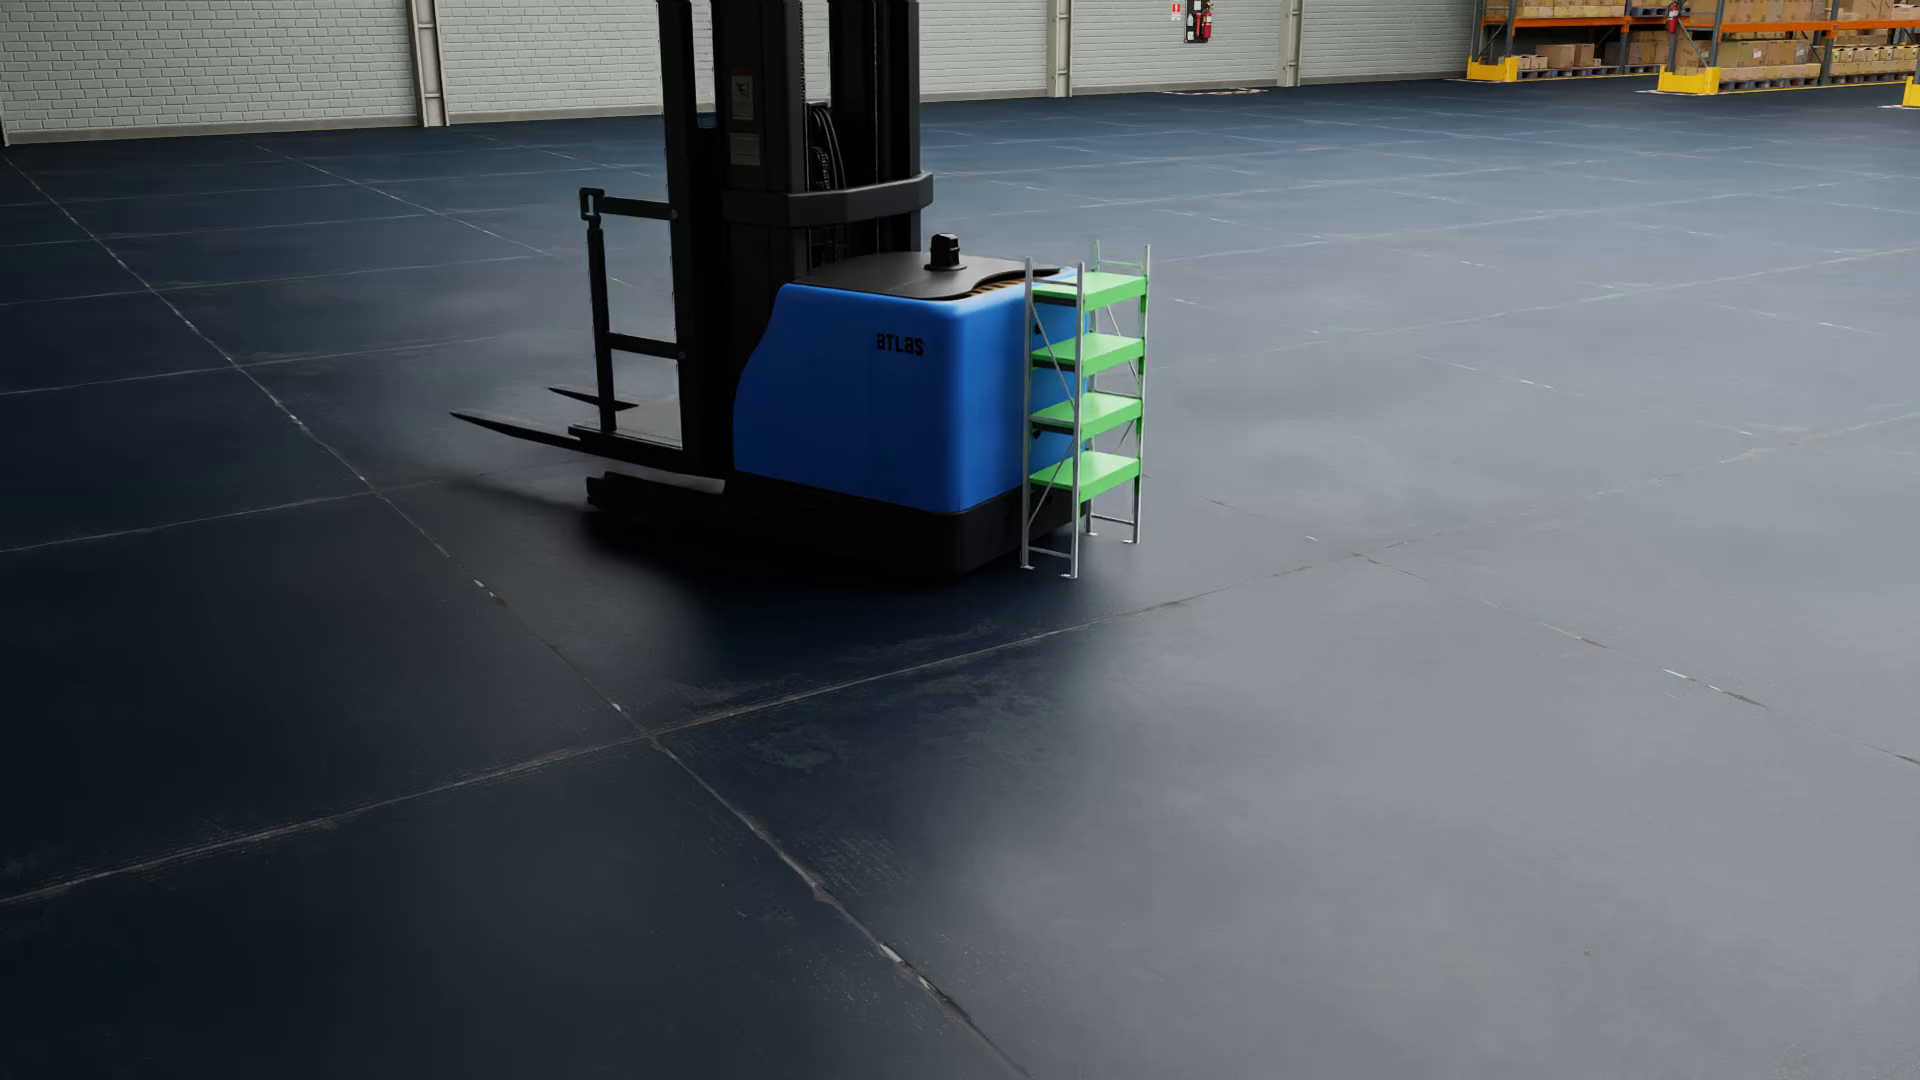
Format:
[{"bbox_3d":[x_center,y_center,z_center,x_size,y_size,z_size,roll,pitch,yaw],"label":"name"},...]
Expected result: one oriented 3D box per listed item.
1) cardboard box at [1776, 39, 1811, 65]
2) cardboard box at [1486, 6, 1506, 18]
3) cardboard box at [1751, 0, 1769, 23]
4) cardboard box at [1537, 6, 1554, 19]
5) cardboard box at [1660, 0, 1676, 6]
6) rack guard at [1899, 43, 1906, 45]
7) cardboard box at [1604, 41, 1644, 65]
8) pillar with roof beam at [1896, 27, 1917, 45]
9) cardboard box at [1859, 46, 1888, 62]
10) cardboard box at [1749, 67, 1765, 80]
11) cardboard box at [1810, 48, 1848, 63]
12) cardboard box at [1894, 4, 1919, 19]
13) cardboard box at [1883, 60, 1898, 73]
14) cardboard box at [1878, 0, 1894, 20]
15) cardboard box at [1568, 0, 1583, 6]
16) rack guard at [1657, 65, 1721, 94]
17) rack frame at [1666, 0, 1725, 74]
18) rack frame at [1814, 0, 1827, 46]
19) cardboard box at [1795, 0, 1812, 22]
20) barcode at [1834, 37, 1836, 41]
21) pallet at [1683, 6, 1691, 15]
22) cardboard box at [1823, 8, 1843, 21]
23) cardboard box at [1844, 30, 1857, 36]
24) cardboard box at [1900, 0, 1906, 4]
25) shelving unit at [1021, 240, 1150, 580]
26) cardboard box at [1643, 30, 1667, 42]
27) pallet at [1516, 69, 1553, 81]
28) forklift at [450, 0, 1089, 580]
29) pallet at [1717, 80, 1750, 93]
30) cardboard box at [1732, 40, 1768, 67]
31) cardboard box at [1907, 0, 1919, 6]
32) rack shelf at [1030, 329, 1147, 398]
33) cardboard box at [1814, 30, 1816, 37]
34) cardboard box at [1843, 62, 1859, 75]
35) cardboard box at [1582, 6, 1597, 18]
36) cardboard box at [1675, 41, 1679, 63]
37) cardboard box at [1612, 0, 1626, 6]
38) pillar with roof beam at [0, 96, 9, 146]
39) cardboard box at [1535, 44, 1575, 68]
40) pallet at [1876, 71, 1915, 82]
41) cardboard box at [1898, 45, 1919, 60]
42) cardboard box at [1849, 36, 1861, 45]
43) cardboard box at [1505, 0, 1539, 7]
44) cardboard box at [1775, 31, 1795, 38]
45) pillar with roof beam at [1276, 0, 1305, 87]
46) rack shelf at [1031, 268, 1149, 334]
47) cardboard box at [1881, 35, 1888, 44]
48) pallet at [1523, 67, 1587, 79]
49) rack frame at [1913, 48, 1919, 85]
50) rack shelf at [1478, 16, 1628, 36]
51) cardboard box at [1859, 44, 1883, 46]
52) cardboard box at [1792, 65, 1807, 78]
[{"bbox_3d":[17.188,-10.103,34.411,0.500,0.500,0.500,-12,22,-31],"label":"cardboard box"},{"bbox_3d":[12.095,-11.769,37.075,0.500,0.250,0.500,-12,22,-31],"label":"cardboard box"},{"bbox_3d":[15.789,-10.677,33.488,0.500,0.500,0.700,-12,22,-31],"label":"cardboard box"},{"bbox_3d":[12.819,-11.731,36.963,0.500,0.250,0.500,-13,22,-33],"label":"cardboard box"},{"bbox_3d":[16.599,-12.958,39.546,0.500,0.500,0.700,-9,21,-24],"label":"cardboard box"},{"bbox_3d":[25.194,-13.334,45.406,0.348,0.500,1.175,-12,22,-31],"label":"rack guard"},{"bbox_3d":[15.757,-11.559,39.468,0.500,0.500,0.700,-11,22,-30],"label":"cardboard box"},{"bbox_3d":[29.321,-16.912,42.718,0.400,9.000,9.100,-12,22,-31],"label":"pillar with roof beam"},{"bbox_3d":[19.645,-10.515,35.927,0.500,0.311,0.500,-11,22,-30],"label":"cardboard box"},{"bbox_3d":[15.942,-9.480,33.740,0.500,0.250,0.500,-12,22,-31],"label":"cardboard box"},{"bbox_3d":[18.361,-10.244,35.125,0.500,0.311,0.500,-12,22,-31],"label":"cardboard box"},{"bbox_3d":[20.892,-11.686,36.767,0.500,0.311,0.500,-10,21,-28],"label":"cardboard box"},{"bbox_3d":[20.064,-10.340,36.283,0.500,0.250,0.500,-11,22,-30],"label":"cardboard box"},{"bbox_3d":[19.827,-11.528,36.005,0.500,0.500,0.500,-13,23,-34],"label":"cardboard box"},{"bbox_3d":[13.653,-12.261,37.361,0.500,0.500,0.500,-11,22,-30],"label":"cardboard box"},{"bbox_3d":[14.518,-9.183,33.128,0.348,0.500,1.175,-12,22,-31],"label":"rack guard"},{"bbox_3d":[14.538,-10.372,32.740,0.127,3.000,1.000,-12,22,-31],"label":"rack frame"},{"bbox_3d":[21.833,-13.810,42.909,0.127,3.000,1.000,-12,22,-31],"label":"rack frame"},{"bbox_3d":[17.075,-10.949,34.292,0.500,0.500,0.700,-12,22,-32],"label":"cardboard box"},{"bbox_3d":[18.321,-10.489,34.803,0.075,0.075,0.001,-12,22,-31],"label":"barcode"},{"bbox_3d":[17.956,-12.860,40.400,1.003,0.211,1.213,-12,22,-31],"label":"pallet"},{"bbox_3d":[18.266,-11.104,35.139,0.500,0.250,0.500,-10,21,-28],"label":"cardboard box"},{"bbox_3d":[23.336,-13.340,43.753,0.250,0.149,0.380,-13,22,-33],"label":"cardboard box"},{"bbox_3d":[24.753,-14.564,44.672,0.700,0.700,0.980,-11,21,-29],"label":"cardboard box"},{"bbox_3d":[0.479,-0.506,6.369,0.258,1.200,0.503,12,22,32],"label":"shelving unit"},{"bbox_3d":[16.556,-12.085,39.854,0.500,0.250,0.500,-13,22,-33],"label":"cardboard box"},{"bbox_3d":[12.572,-10.522,37.539,1.213,0.211,1.003,-12,22,-31],"label":"pallet"},{"bbox_3d":[-0.973,-1.588,6.866,3.031,2.935,1.130,13,22,33],"label":"forklift"},{"bbox_3d":[15.154,-9.197,33.618,1.213,0.211,1.003,-12,22,-31],"label":"pallet"},{"bbox_3d":[15.936,-9.838,33.629,0.500,0.500,0.500,-12,22,-31],"label":"cardboard box"},{"bbox_3d":[21.684,-12.168,37.242,0.700,0.500,0.500,14,23,35],"label":"cardboard box"},{"bbox_3d":[0.479,-0.673,6.312,0.258,0.148,0.480,12,22,32],"label":"rack shelf"},{"bbox_3d":[22.284,-13.264,43.529,0.250,0.149,0.380,-12,22,-32],"label":"cardboard box"},{"bbox_3d":[18.780,-10.067,35.476,0.500,0.250,0.500,-11,22,-30],"label":"cardboard box"},{"bbox_3d":[14.091,-11.996,37.748,0.500,0.250,0.500,-12,22,-32],"label":"cardboard box"},{"bbox_3d":[17.026,-11.834,40.281,0.500,0.500,0.700,-12,22,-32],"label":"cardboard box"},{"bbox_3d":[14.927,-12.528,38.151,0.500,0.500,0.500,-12,22,-32],"label":"cardboard box"},{"bbox_3d":[-10.768,-8.457,17.709,0.400,9.000,9.100,-12,22,-31],"label":"pillar with roof beam"},{"bbox_3d":[13.555,-11.034,37.916,0.500,0.500,0.700,-14,23,-35],"label":"cardboard box"},{"bbox_3d":[20.511,-10.325,36.956,1.213,0.211,1.003,-12,22,-31],"label":"pallet"},{"bbox_3d":[20.918,-10.785,36.723,0.500,0.311,0.500,-11,22,-30],"label":"cardboard box"},{"bbox_3d":[23.365,-13.106,44.076,0.500,0.500,0.700,-11,22,-30],"label":"cardboard box"},{"bbox_3d":[12.375,-11.993,36.569,0.500,0.500,0.500,-12,22,-31],"label":"cardboard box"},{"bbox_3d":[20.621,-12.684,42.279,0.750,0.750,0.750,-11,22,-30],"label":"cardboard box"},{"bbox_3d":[9.276,-12.684,30.213,0.400,9.000,9.100,-12,22,-31],"label":"pillar with roof beam"},{"bbox_3d":[0.479,-0.900,6.235,0.258,0.148,0.480,12,22,32],"label":"rack shelf"},{"bbox_3d":[24.644,-13.379,44.883,0.500,0.500,0.700,-12,22,-31],"label":"cardboard box"},{"bbox_3d":[13.590,-10.736,38.170,1.213,0.211,1.003,-12,22,-31],"label":"pallet"},{"bbox_3d":[17.260,-9.046,28.819,0.127,3.000,1.000,-12,22,-31],"label":"rack frame"},{"bbox_3d":[13.481,-11.707,37.814,4.000,0.370,1.077,-12,22,-31],"label":"rack shelf"},{"bbox_3d":[20.187,-10.834,36.870,0.500,0.311,0.500,-13,22,-33],"label":"cardboard box"},{"bbox_3d":[17.189,-9.747,34.530,0.500,0.250,0.500,-12,22,-31],"label":"cardboard box"}]
